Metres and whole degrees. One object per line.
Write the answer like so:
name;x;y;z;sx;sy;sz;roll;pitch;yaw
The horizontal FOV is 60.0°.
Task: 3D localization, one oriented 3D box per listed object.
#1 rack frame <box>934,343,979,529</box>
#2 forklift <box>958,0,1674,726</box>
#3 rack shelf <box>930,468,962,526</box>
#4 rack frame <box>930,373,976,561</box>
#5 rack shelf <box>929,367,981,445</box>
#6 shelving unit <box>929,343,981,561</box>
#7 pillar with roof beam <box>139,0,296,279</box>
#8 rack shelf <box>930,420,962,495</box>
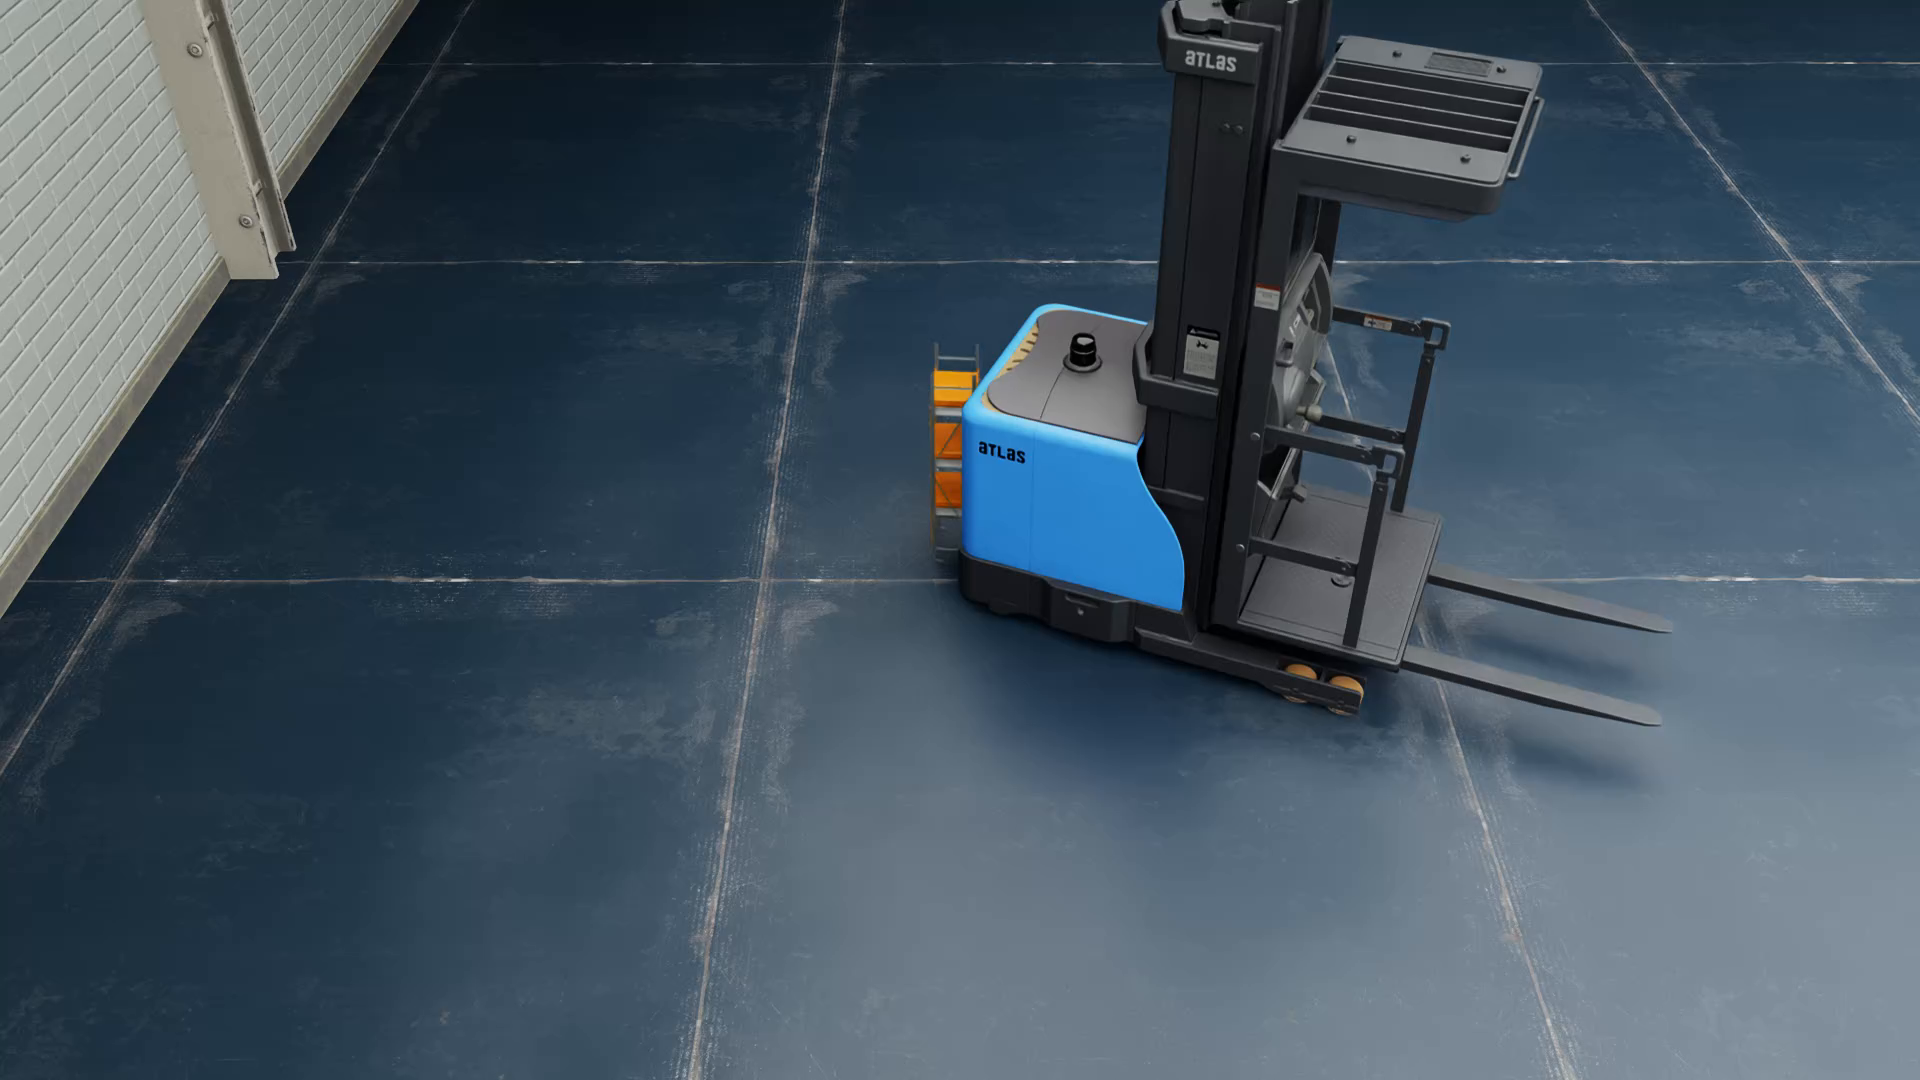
rack frame;-0.014;-0.462;7.732;0.200;1.050;0.008;2;39;3
forklift;1.559;-0.780;6.625;3.031;2.935;1.130;15;41;18
rack shelf;-0.022;-0.160;7.818;0.215;0.259;0.240;2;39;3
rack frame;-0.030;-0.309;7.542;0.200;1.050;0.008;2;39;3
rack shelf;-0.022;-0.599;7.466;0.215;0.259;0.240;2;39;3
shelving unit;-0.022;-0.386;7.637;0.215;1.050;0.252;2;39;3
pillar with roof beam;0.062;-5.200;7.288;9.100;9.000;0.400;0;39;0
rack shelf;-0.022;-0.377;7.644;0.215;0.259;0.240;2;39;3
